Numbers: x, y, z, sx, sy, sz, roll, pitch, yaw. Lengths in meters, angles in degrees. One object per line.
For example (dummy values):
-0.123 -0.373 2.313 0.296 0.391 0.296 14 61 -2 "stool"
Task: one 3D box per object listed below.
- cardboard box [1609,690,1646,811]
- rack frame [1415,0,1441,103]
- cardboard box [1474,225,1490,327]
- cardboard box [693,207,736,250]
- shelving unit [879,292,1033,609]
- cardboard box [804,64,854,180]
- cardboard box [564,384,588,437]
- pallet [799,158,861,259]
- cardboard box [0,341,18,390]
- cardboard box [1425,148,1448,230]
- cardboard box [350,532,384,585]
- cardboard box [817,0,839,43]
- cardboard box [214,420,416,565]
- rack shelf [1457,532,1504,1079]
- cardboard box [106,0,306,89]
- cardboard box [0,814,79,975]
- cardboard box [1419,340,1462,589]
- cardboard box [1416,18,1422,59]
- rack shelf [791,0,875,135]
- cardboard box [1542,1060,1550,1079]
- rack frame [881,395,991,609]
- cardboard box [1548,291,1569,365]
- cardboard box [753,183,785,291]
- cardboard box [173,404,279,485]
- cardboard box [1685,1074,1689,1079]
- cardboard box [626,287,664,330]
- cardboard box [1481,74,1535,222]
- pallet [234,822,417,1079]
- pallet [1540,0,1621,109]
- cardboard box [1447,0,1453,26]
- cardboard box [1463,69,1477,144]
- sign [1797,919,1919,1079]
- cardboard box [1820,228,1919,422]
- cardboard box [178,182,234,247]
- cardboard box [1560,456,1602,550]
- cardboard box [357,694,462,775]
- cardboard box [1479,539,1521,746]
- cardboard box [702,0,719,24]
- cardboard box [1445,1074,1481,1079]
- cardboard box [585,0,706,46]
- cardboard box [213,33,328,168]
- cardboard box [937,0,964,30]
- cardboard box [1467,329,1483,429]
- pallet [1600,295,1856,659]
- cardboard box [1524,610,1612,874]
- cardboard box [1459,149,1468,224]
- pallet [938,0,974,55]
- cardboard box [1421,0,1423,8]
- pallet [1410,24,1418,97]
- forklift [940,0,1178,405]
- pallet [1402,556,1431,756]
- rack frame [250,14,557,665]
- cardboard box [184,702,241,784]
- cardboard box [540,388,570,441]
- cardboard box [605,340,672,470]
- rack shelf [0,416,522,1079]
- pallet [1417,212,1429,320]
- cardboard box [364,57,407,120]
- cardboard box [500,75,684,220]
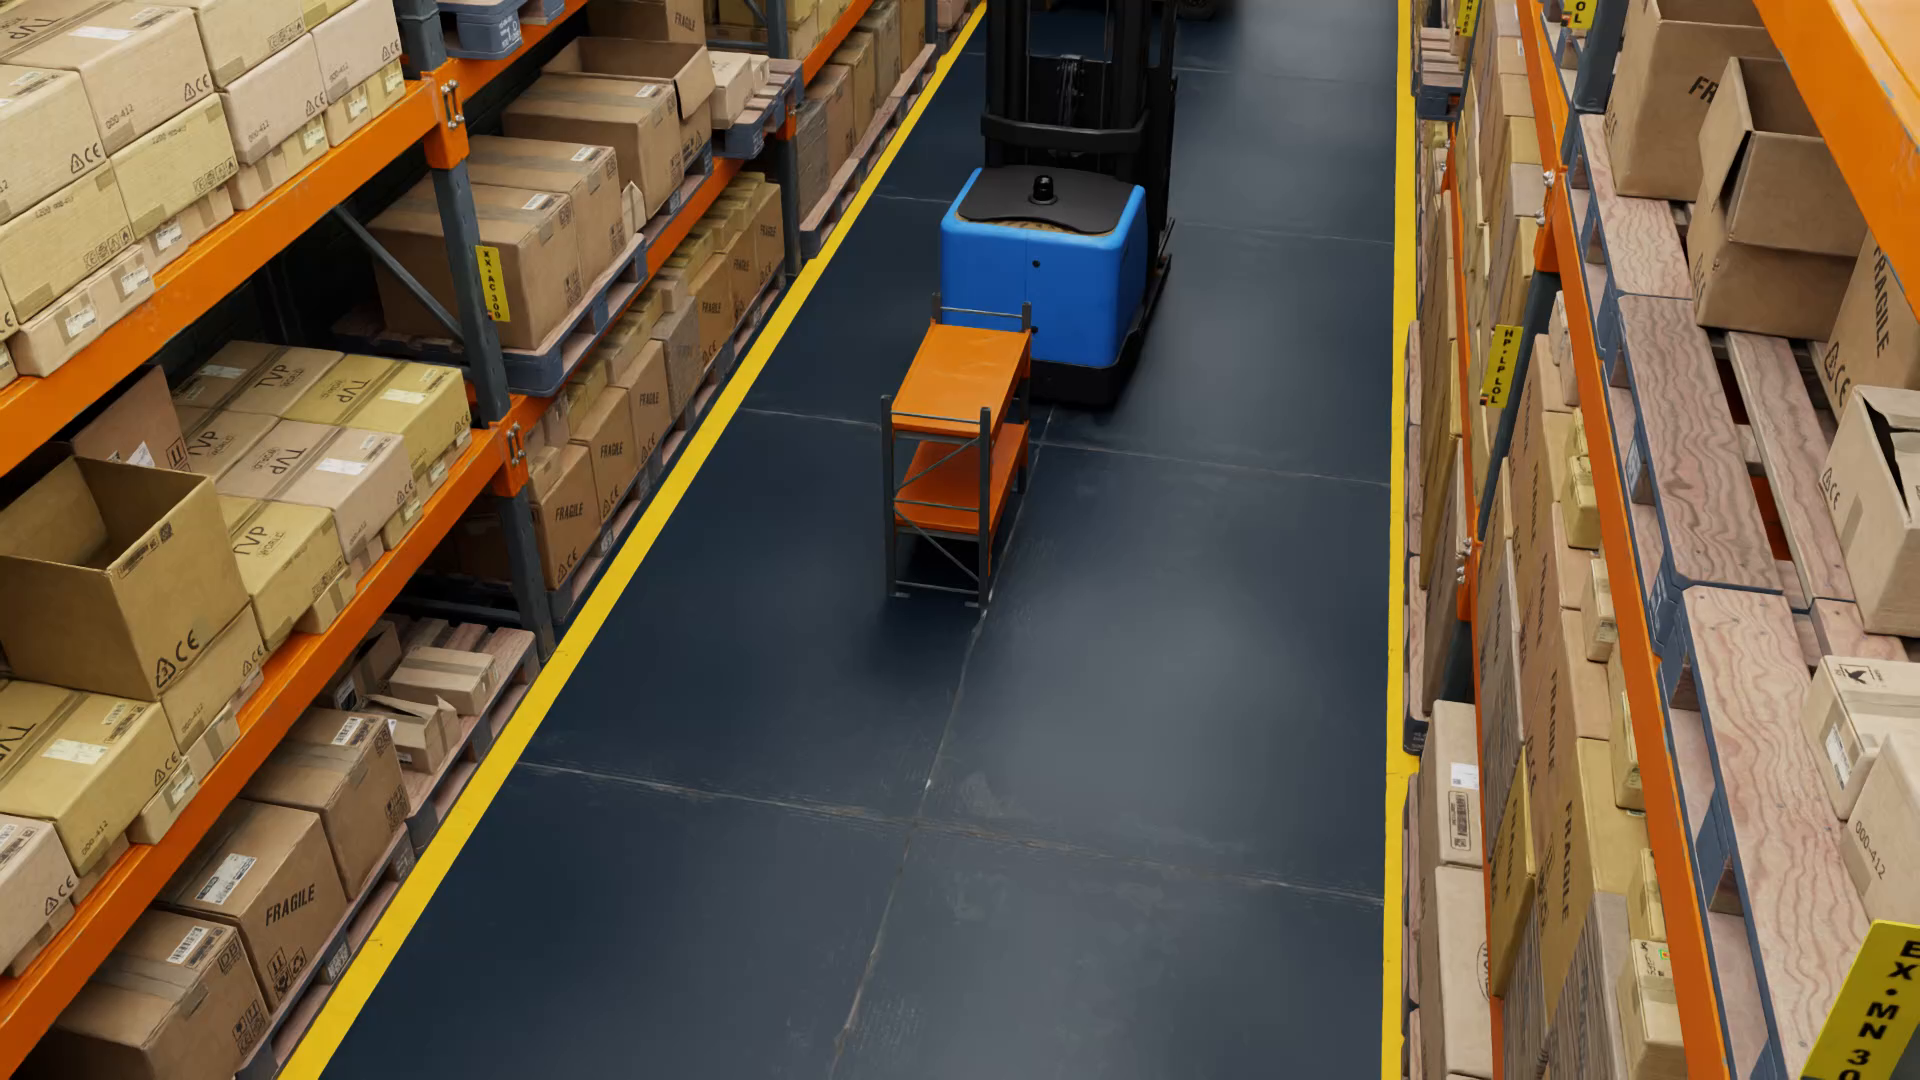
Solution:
1.698 0.502 3.781 0.380 0.149 0.250 8 37 11 "cardboard box"
4.161 -4.700 12.449 1.000 3.000 0.127 7 37 10 "rack frame"
2.513 -1.124 7.216 0.500 0.250 0.500 8 37 11 "cardboard box"
-1.529 -1.827 9.704 0.380 0.149 0.250 6 36 8 "cardboard box"
-0.001 -0.452 8.185 0.538 1.125 1.048 7 37 10 "shelving unit"
-1.265 -2.967 11.723 0.875 0.625 0.625 8 37 11 "cardboard box"
-2.034 -0.643 8.071 0.380 0.149 0.250 6 36 8 "cardboard box"
-1.329 -2.365 11.603 1.003 0.211 1.213 7 37 10 "pallet"
-2.660 -0.436 4.223 0.380 0.149 0.250 7 37 9 "cardboard box"
3.587 -2.259 10.963 0.950 0.372 0.625 7 36 9 "cardboard box"
-2.368 0.034 6.132 0.380 0.149 0.250 8 37 11 "cardboard box"
-1.098 -3.477 10.890 0.500 0.250 0.500 7 36 9 "cardboard box"
-2.361 -0.182 6.089 0.500 0.250 0.500 7 37 10 "cardboard box"
2.025 1.324 4.750 1.077 0.370 4.000 7 37 10 "rack shelf"
-2.370 -1.599 5.062 0.500 0.250 0.500 7 36 9 "cardboard box"
-2.785 0.985 4.480 0.500 0.250 0.500 8 37 10 "cardboard box"
2.692 -0.308 7.841 0.875 0.875 0.875 8 37 11 "cardboard box"
4.025 -4.129 13.647 0.500 0.250 0.500 9 37 12 "cardboard box"
-1.116 -3.882 11.933 1.077 0.370 4.000 7 37 10 "rack shelf"
1.564 1.544 3.749 0.500 0.500 0.500 7 36 9 "cardboard box"
-0.110 -0.160 7.783 0.500 1.125 0.032 7 37 10 "rack frame"
2.131 -0.673 5.403 0.380 0.149 0.250 7 36 9 "cardboard box"
-1.424 -1.915 10.379 0.500 0.500 0.500 8 37 11 "cardboard box"
-2.868 -0.255 6.190 0.500 0.250 0.500 7 37 10 "cardboard box"
1.510 1.092 2.967 0.380 0.149 0.250 8 37 11 "cardboard box"
-1.814 -1.241 8.896 0.380 0.149 0.250 7 37 10 "cardboard box"
2.629 -1.731 7.415 0.500 0.500 0.500 8 37 11 "cardboard box"
-2.804 1.491 6.284 1.003 0.211 1.213 7 37 10 "pallet"
2.600 -1.782 6.030 0.805 0.209 1.217 6 36 8 "pallet"
3.250 -3.308 10.385 0.380 0.149 0.250 8 37 11 "cardboard box"
2.957 -2.289 8.824 0.500 0.250 0.500 7 37 10 "cardboard box"
1.071 0.563 1.945 0.100 0.325 0.005 7 37 10 "sign"
2.175 -0.423 3.463 0.500 0.500 0.500 8 37 11 "cardboard box"
-2.450 -1.021 5.030 0.380 0.149 0.250 9 37 12 "cardboard box"
1.881 -0.089 4.597 0.380 0.149 0.250 6 36 9 "cardboard box"
-2.306 0.764 6.881 0.396 0.266 0.258 9 37 12 "cardboard box"
1.985 0.370 5.368 0.500 0.500 0.500 8 37 10 "cardboard box"
-1.719 -3.461 10.441 0.500 0.250 0.500 8 37 11 "cardboard box"
1.828 2.130 4.850 0.875 0.438 0.875 8 37 11 "cardboard box"
-1.806 -2.962 9.608 0.500 0.500 0.500 9 37 12 "cardboard box"
-2.357 -1.401 5.215 0.500 0.250 0.500 6 36 8 "cardboard box"
-0.262 -4.612 14.313 0.500 0.250 0.500 8 37 10 "cardboard box"
2.412 -0.633 6.966 0.500 0.250 0.500 7 36 9 "cardboard box"
2.004 -0.127 3.659 1.003 0.211 1.213 7 37 10 "pallet"
1.769 0.554 4.263 0.500 0.500 0.500 7 37 10 "cardboard box"
2.864 -1.800 8.576 0.500 0.250 0.500 6 36 9 "cardboard box"
-0.478 -4.642 14.744 1.003 0.211 1.213 7 37 10 "pallet"
4.132 -4.725 13.829 0.500 0.500 0.500 8 37 11 "cardboard box"
4.270 -3.960 13.804 1.003 0.211 1.213 7 37 10 "pallet"
0.754 -2.821 9.915 1.130 2.935 3.031 9 37 12 "forklift"
2.543 0.564 7.562 1.003 0.211 1.213 7 37 10 "pallet"
-2.398 -0.734 6.976 1.000 3.000 0.127 7 37 10 "rack frame"
-2.554 0.621 5.321 0.380 0.149 0.250 8 37 11 "cardboard box"
-2.053 -0.602 7.760 0.380 0.149 0.250 6 36 8 "cardboard box"
-1.860 -0.733 8.747 0.500 0.500 0.500 6 36 9 "cardboard box"
-2.825 0.704 5.605 1.077 0.370 4.000 7 37 10 "rack shelf"
3.475 -1.725 10.721 1.003 0.211 1.213 7 37 10 "pallet"
-2.186 -1.603 5.834 0.380 0.149 0.250 7 37 10 "cardboard box"
-1.798 -1.940 8.198 0.700 0.500 0.500 7 37 10 "cardboard box"
